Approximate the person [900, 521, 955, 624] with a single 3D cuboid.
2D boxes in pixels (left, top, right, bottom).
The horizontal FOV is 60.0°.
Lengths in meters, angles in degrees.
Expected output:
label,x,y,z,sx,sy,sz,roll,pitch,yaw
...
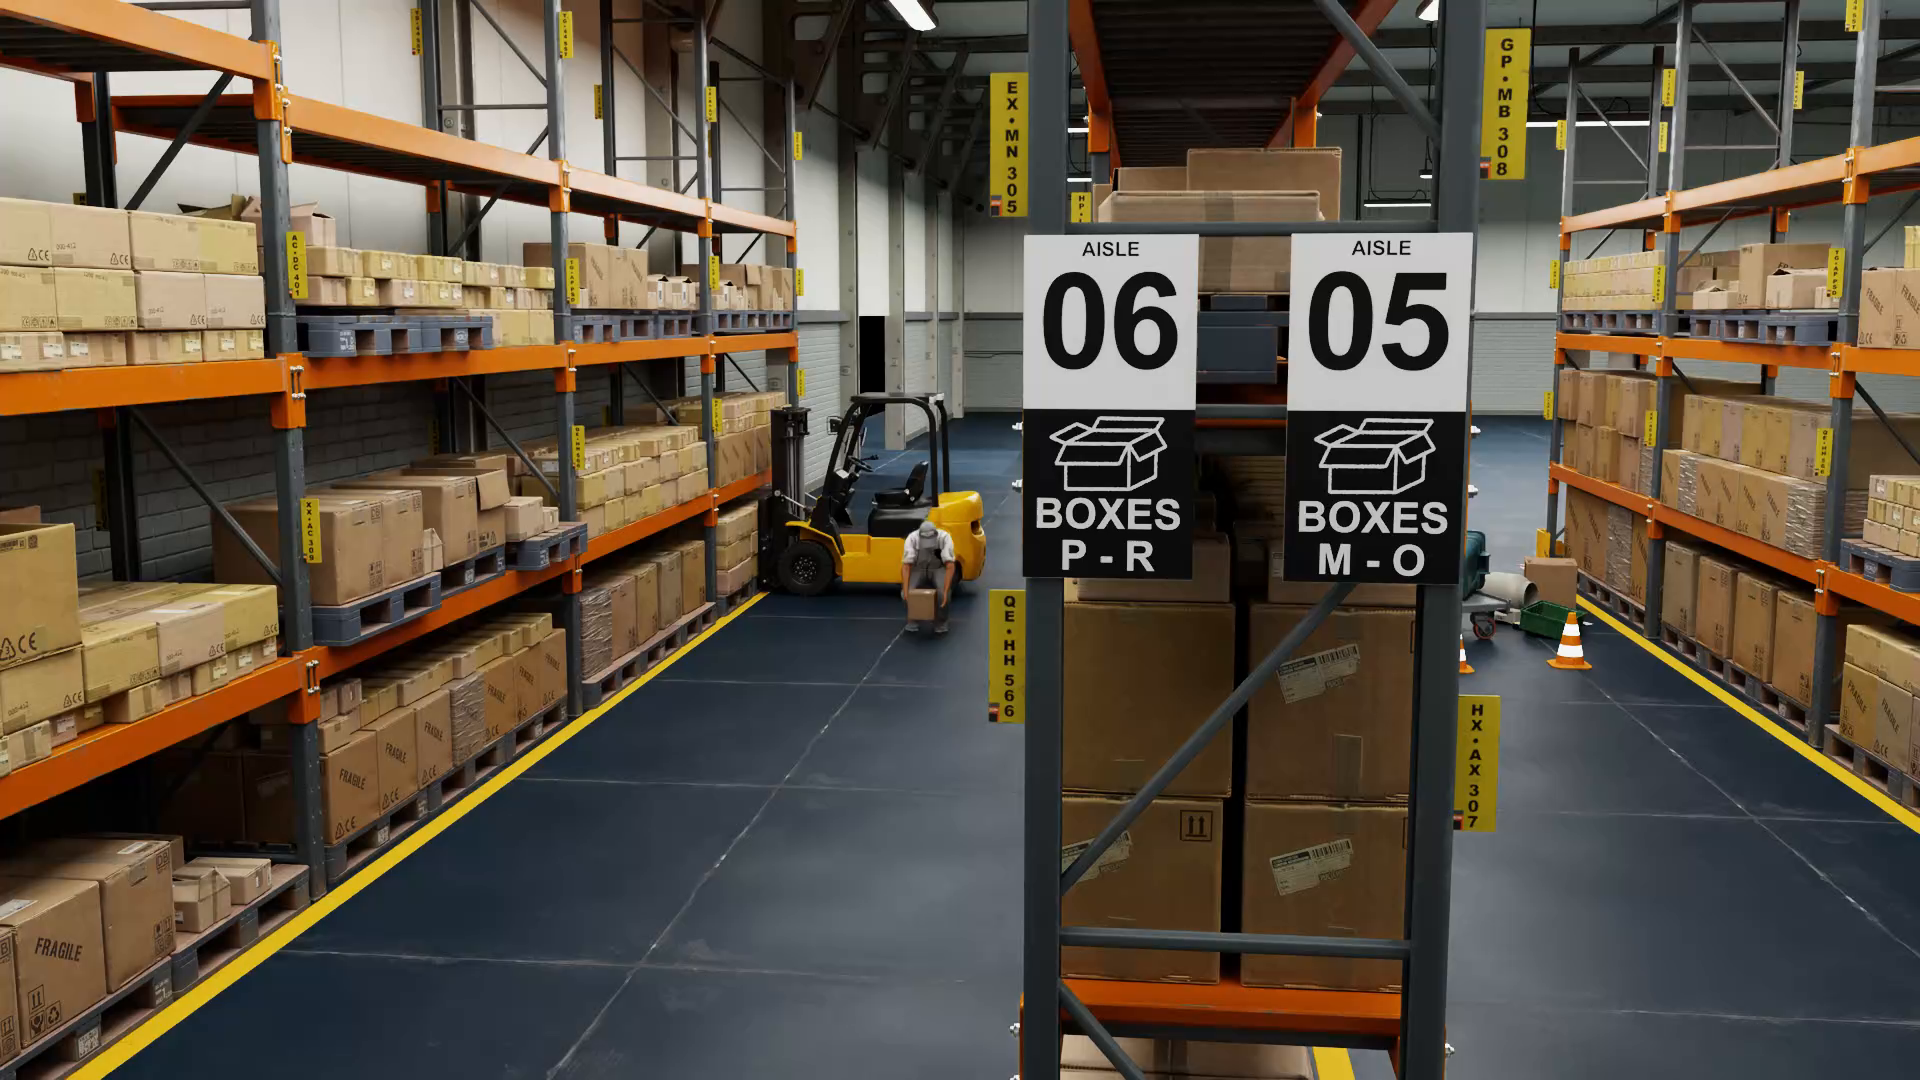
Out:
label,x,y,z,sx,sy,sz,roll,pitch,yaw
person,-0.293,0.306,15.933,0.538,1.055,0.826,1,8,6
